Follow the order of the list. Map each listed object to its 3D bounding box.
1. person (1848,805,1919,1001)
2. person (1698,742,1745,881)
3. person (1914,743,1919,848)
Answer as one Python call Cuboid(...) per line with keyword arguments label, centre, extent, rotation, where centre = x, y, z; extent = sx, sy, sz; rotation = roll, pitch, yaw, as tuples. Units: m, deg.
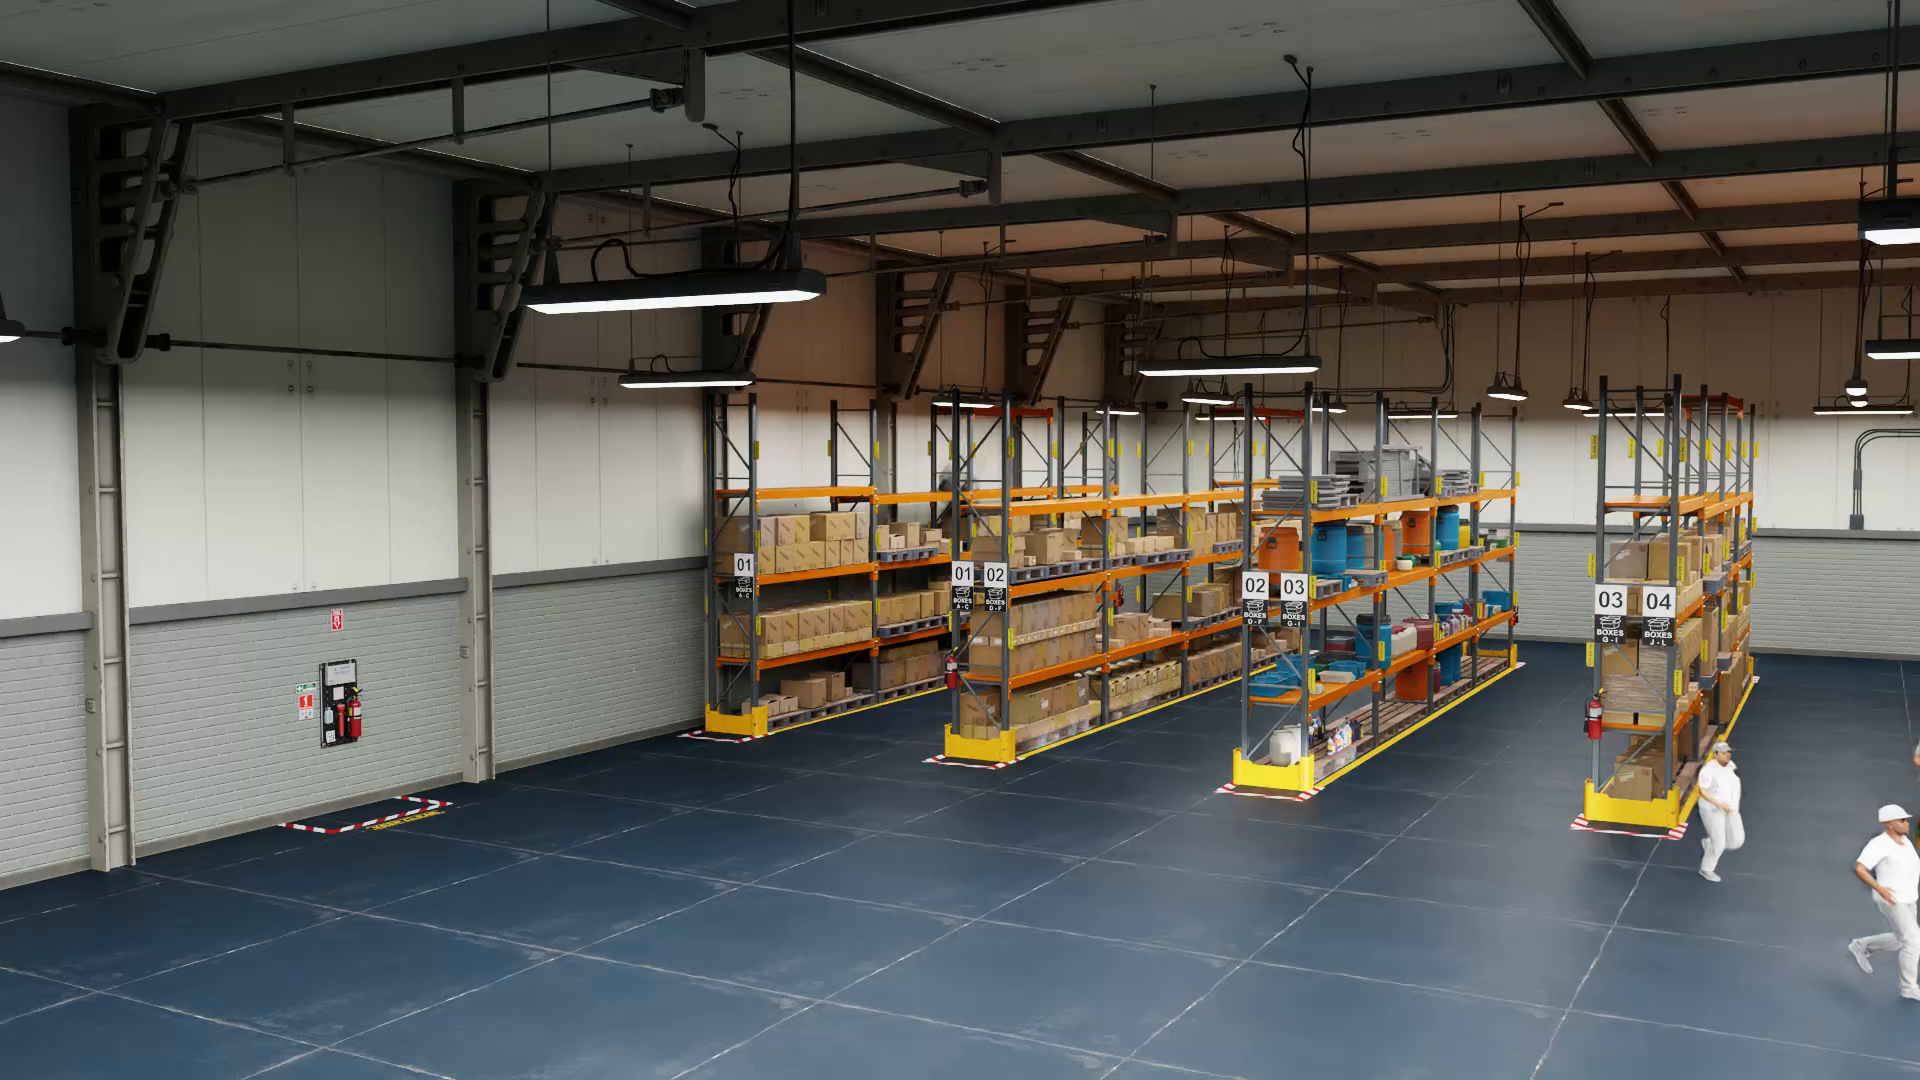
Cuboid(label="person", centre=(8.587, 3.305, 15.314), extent=(0.714, 1.739, 0.846), rotation=(-2, 4, -36))
Cuboid(label="person", centre=(8.872, 3.153, 19.379), extent=(0.627, 1.631, 0.595), rotation=(-1, 3, -19))
Cuboid(label="person", centre=(12.026, 3.002, 20.341), extent=(0.687, 1.794, 0.893), rotation=(0, 3, 9))
